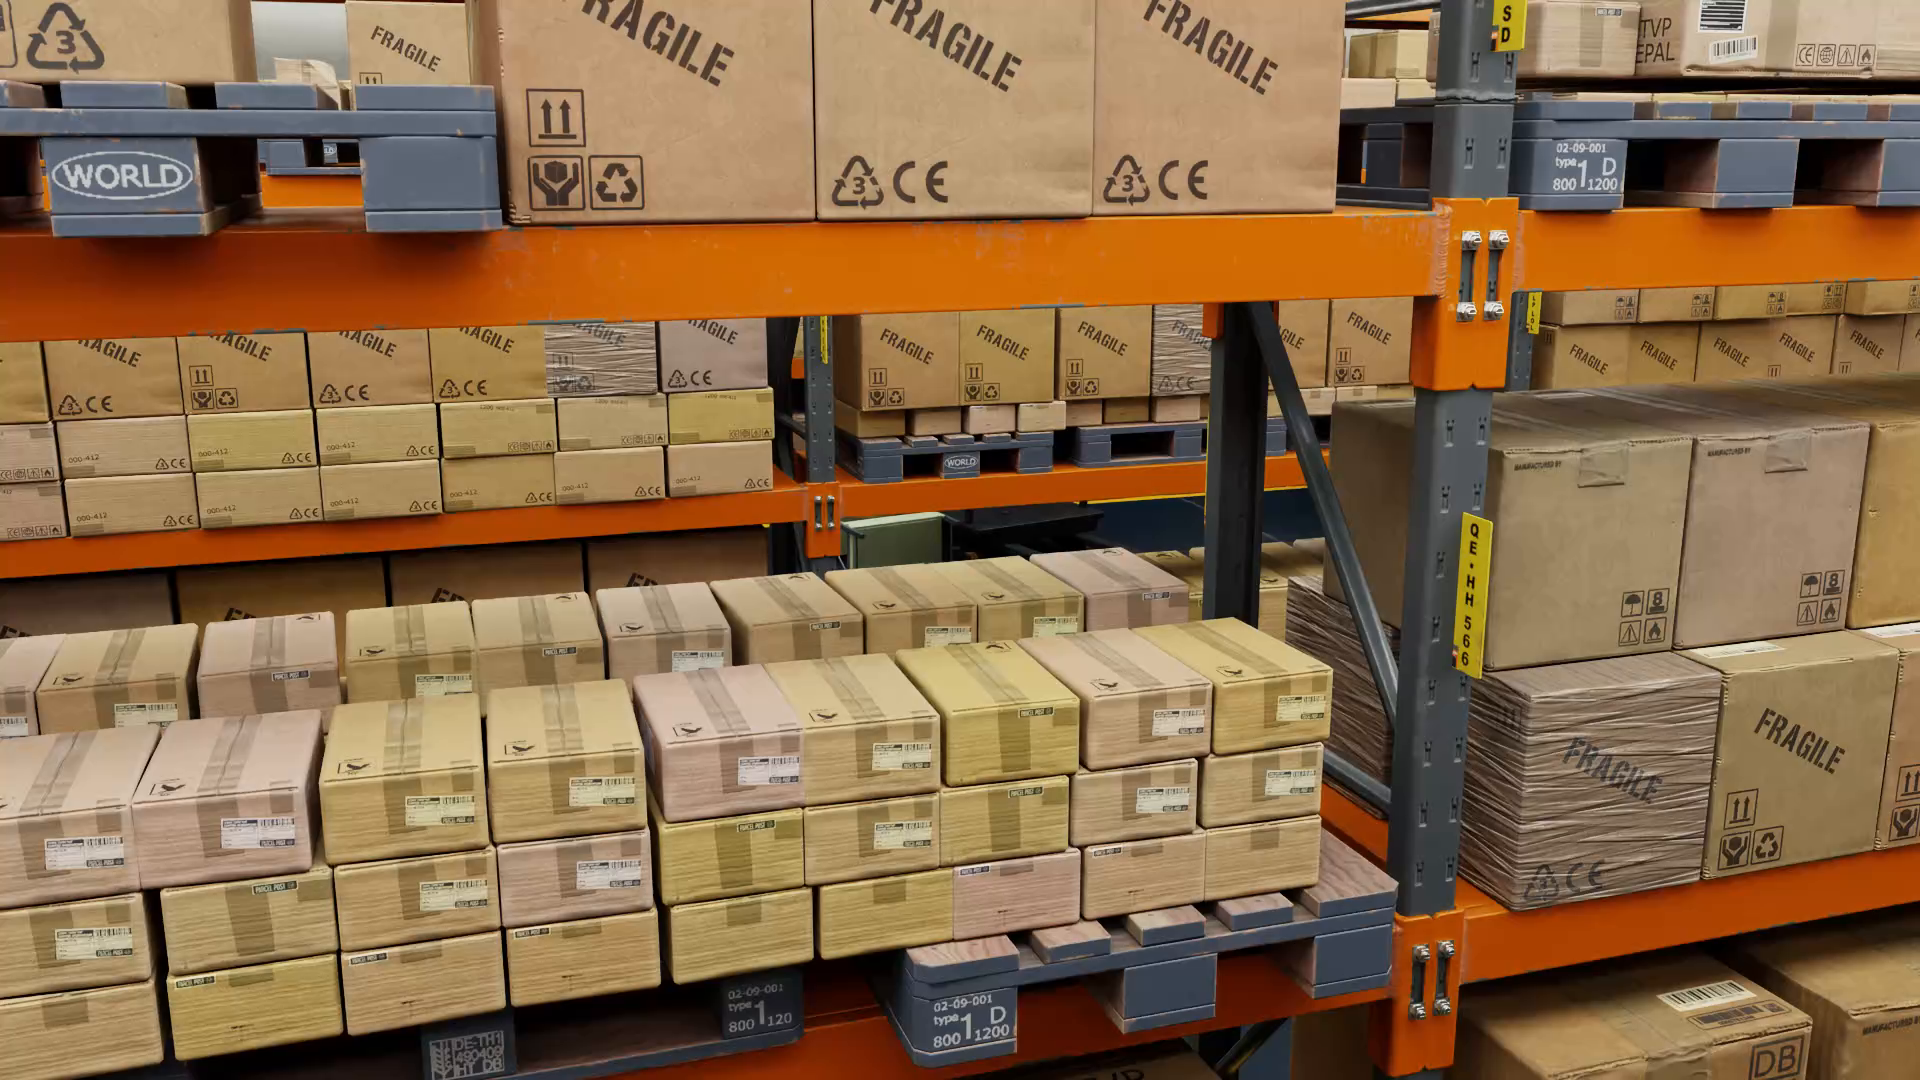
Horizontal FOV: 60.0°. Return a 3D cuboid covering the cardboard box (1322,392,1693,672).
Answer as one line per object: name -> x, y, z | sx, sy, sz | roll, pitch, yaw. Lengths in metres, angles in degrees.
cardboard box -> 1.278, -0.047, 3.982 | 0.500, 0.500, 0.700 | -5, 14, -18

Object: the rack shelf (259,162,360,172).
rack shelf -> -4.307, -2.609, 12.203 | 4.000, 0.370, 1.077 | -4, 14, -18

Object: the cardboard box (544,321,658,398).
cardboard box -> -1.715, -0.959, 7.816 | 0.500, 0.500, 0.500 | -4, 14, -17

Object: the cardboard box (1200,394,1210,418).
cardboard box -> 1.312, -0.769, 9.029 | 0.250, 0.149, 0.380 | -5, 14, -20

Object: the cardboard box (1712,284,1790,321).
cardboard box -> 4.428, -1.583, 9.797 | 0.500, 0.500, 0.700 | -5, 14, -19

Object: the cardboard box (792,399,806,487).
cardboard box -> -1.200, -0.790, 13.704 | 0.625, 0.625, 0.875 | -4, 14, -16

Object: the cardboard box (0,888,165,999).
cardboard box -> -1.431, 0.581, 2.712 | 0.250, 0.149, 0.380 | -4, 14, -16

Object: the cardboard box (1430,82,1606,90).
cardboard box -> 1.347, -1.172, 3.987 | 0.250, 0.166, 0.380 | -4, 14, -18

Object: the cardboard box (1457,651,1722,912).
cardboard box -> 1.361, 0.496, 3.858 | 0.500, 0.500, 0.500 | -4, 14, -17

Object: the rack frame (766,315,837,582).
rack frame -> -0.825, -0.559, 8.512 | 0.127, 3.000, 1.000 | -4, 14, -18

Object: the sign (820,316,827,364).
sign -> -0.645, -1.001, 7.867 | 0.005, 0.325, 0.100 | -4, 14, -18

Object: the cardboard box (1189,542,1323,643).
cardboard box -> 1.789, 0.313, 9.617 | 0.625, 0.372, 0.950 | -4, 14, -15

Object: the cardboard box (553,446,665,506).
cardboard box -> -1.701, -0.351, 7.960 | 0.500, 0.250, 0.500 | -4, 14, -17

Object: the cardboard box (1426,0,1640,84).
cardboard box -> 1.217, -1.061, 3.557 | 0.250, 0.149, 0.380 | -5, 14, -20

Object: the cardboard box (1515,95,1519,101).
cardboard box -> 3.300, -2.477, 9.774 | 0.500, 0.250, 0.500 | -5, 14, -19

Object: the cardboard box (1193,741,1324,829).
cardboard box -> 0.526, 0.429, 3.352 | 0.250, 0.149, 0.380 | -4, 14, -17

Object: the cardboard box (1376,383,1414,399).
cardboard box -> 2.311, -0.822, 9.254 | 0.250, 0.149, 0.380 | -5, 14, -20

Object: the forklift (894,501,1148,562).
forklift -> 0.336, -1.304, 11.790 | 1.130, 2.935, 3.031 | -8, 16, -32

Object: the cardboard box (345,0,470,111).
cardboard box -> -2.403, -2.078, 7.290 | 0.500, 0.500, 0.500 | -4, 14, -18

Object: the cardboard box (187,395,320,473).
cardboard box -> -3.137, -0.481, 7.426 | 0.500, 0.250, 0.500 | -4, 14, -17

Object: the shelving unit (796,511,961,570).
shelving unit -> -0.696, -0.055, 11.868 | 0.755, 0.431, 1.500 | -8, 17, -29

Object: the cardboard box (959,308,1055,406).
cardboard box -> 0.167, -0.979, 8.512 | 0.500, 0.500, 0.500 | -4, 14, -15

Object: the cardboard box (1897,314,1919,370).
cardboard box -> 5.854, -1.207, 10.374 | 0.500, 0.500, 0.500 | -4, 14, -18

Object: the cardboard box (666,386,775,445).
cardboard box -> -1.203, -0.638, 8.087 | 0.500, 0.250, 0.500 | -5, 14, -18

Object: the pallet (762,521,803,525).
pallet -> -1.619, -0.343, 13.629 | 1.213, 0.211, 1.003 | -4, 14, -18

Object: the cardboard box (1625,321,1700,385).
cardboard box -> 3.940, -1.061, 9.764 | 0.500, 0.500, 0.500 | -5, 14, -18

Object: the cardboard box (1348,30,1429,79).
cardboard box -> 2.457, -2.618, 9.019 | 0.500, 0.250, 0.500 | -4, 14, -17

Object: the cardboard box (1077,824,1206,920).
cardboard box -> 0.292, 0.592, 3.307 | 0.250, 0.149, 0.380 | -4, 14, -18

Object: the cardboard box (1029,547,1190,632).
cardboard box -> 0.345, 0.139, 3.924 | 0.250, 0.149, 0.380 | -4, 14, -18

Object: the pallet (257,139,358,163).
pallet -> -4.581, -2.830, 11.983 | 1.003, 0.211, 1.213 | -4, 14, -18

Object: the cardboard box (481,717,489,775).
cardboard box -> -0.893, 0.379, 3.559 | 0.250, 0.149, 0.380 | -5, 14, -19

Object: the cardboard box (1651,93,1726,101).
cardboard box -> 3.956, -2.398, 9.441 | 0.500, 0.250, 0.500 | -5, 14, -19

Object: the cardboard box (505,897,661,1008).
cardboard box -> -0.689, 0.668, 2.989 | 0.250, 0.149, 0.380 | -4, 14, -16

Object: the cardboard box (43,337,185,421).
cardboard box -> -3.634, -0.812, 7.198 | 0.500, 0.500, 0.500 | -5, 14, -18

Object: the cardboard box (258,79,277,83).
cardboard box -> -4.837, -3.114, 11.547 | 0.250, 0.149, 0.380 | -4, 14, -17

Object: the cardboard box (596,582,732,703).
cardboard box -> -0.645, 0.216, 3.601 | 0.250, 0.149, 0.380 | -4, 14, -15

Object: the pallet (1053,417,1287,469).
pallet -> 1.038, -0.621, 9.186 | 1.213, 0.211, 1.003 | -4, 14, -18

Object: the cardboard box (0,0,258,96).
cardboard box -> -1.436, -0.985, 2.688 | 0.637, 0.503, 0.797 | -5, 14, -19

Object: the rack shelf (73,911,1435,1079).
rack shelf -> -1.046, 1.017, 3.442 | 4.000, 0.370, 1.077 | -4, 14, -18

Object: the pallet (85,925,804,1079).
pallet -> -1.014, 0.767, 3.349 | 1.213, 0.211, 1.003 | -4, 14, -18

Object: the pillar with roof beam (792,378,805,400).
pillar with roof beam -> -0.091, -3.916, 9.659 | 0.400, 9.000, 9.100 | -4, 14, -18

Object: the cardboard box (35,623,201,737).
cardboard box -> -1.641, 0.295, 3.271 | 0.250, 0.149, 0.380 | -5, 14, -20

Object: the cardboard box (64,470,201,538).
cardboard box -> -3.625, -0.204, 7.343 | 0.500, 0.250, 0.500 | -5, 14, -19

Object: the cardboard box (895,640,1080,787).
cardboard box -> 0.044, 0.322, 3.159 | 0.250, 0.149, 0.380 | -4, 14, -16

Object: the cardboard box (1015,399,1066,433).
cardboard box -> 0.362, -0.664, 8.587 | 0.250, 0.149, 0.380 | -4, 14, -18

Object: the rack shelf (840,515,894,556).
rack shelf -> -0.858, -0.128, 12.141 | 0.720, 0.431, 0.370 | -8, 17, -29

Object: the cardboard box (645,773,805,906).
cardboard box -> -0.449, 0.505, 3.031 | 0.250, 0.149, 0.380 | -5, 14, -18

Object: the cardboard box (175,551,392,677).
cardboard box -> -3.201, 0.434, 8.021 | 0.875, 0.875, 0.875 | -4, 14, -16

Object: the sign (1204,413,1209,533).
sign -> 0.669, -0.166, 4.356 | 0.005, 0.325, 0.100 | -4, 14, -18

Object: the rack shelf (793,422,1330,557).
rack shelf -> 1.070, -0.357, 9.216 | 4.000, 0.370, 1.077 | -4, 14, -18

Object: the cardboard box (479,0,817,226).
cardboard box -> -0.556, -0.815, 2.890 | 0.500, 0.500, 0.500 | -4, 14, -18

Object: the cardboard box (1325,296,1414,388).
cardboard box -> 2.132, -1.131, 9.148 | 0.500, 0.500, 0.500 | -4, 14, -18

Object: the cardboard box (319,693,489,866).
cardboard box -> -0.942, 0.398, 2.837 | 0.250, 0.149, 0.380 | -4, 14, -16
